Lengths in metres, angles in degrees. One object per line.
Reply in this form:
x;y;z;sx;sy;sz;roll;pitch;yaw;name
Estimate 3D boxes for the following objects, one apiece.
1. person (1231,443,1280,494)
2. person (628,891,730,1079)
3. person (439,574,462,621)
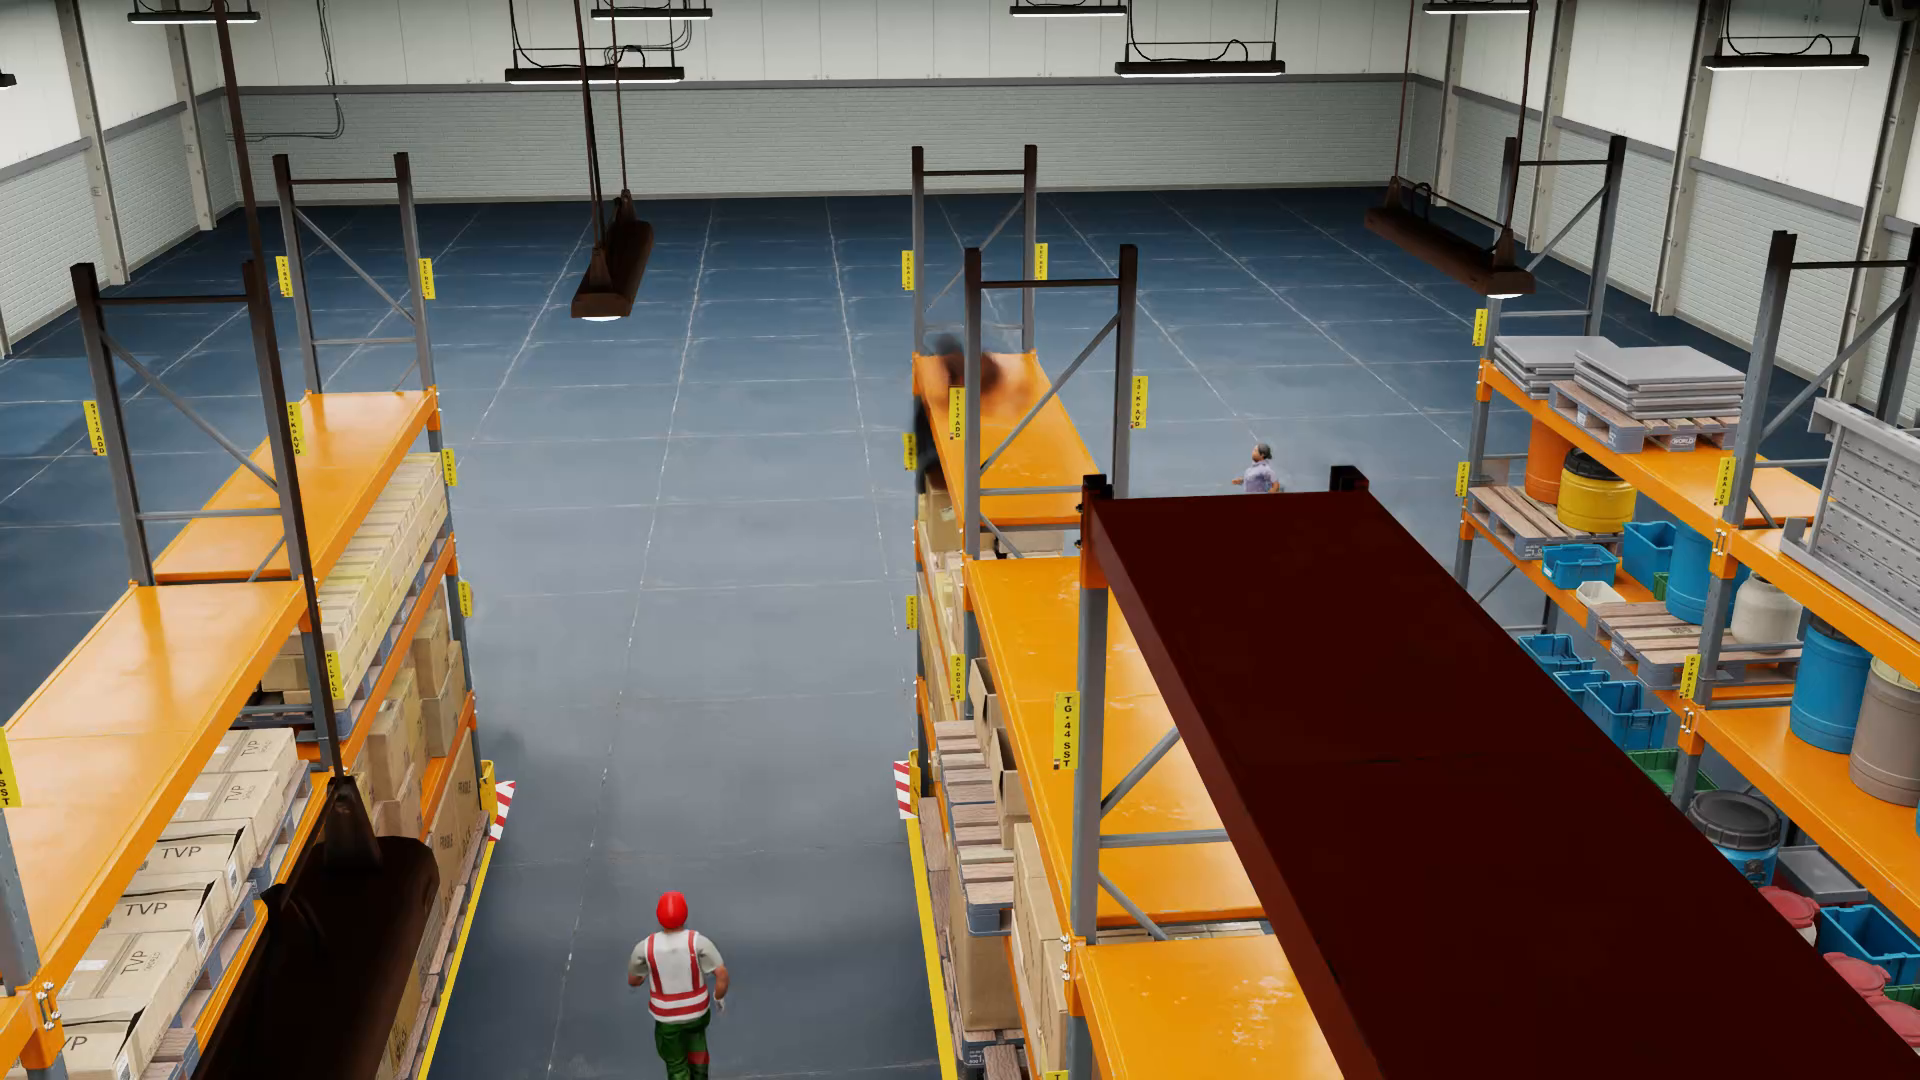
3.659;-0.409;20.410;0.925;1.646;0.606;4;22;9;person
-1.899;3.174;11.237;0.642;1.816;0.738;-6;22;-15;person
-5.411;0.888;17.007;0.787;1.844;0.636;19;28;39;person
